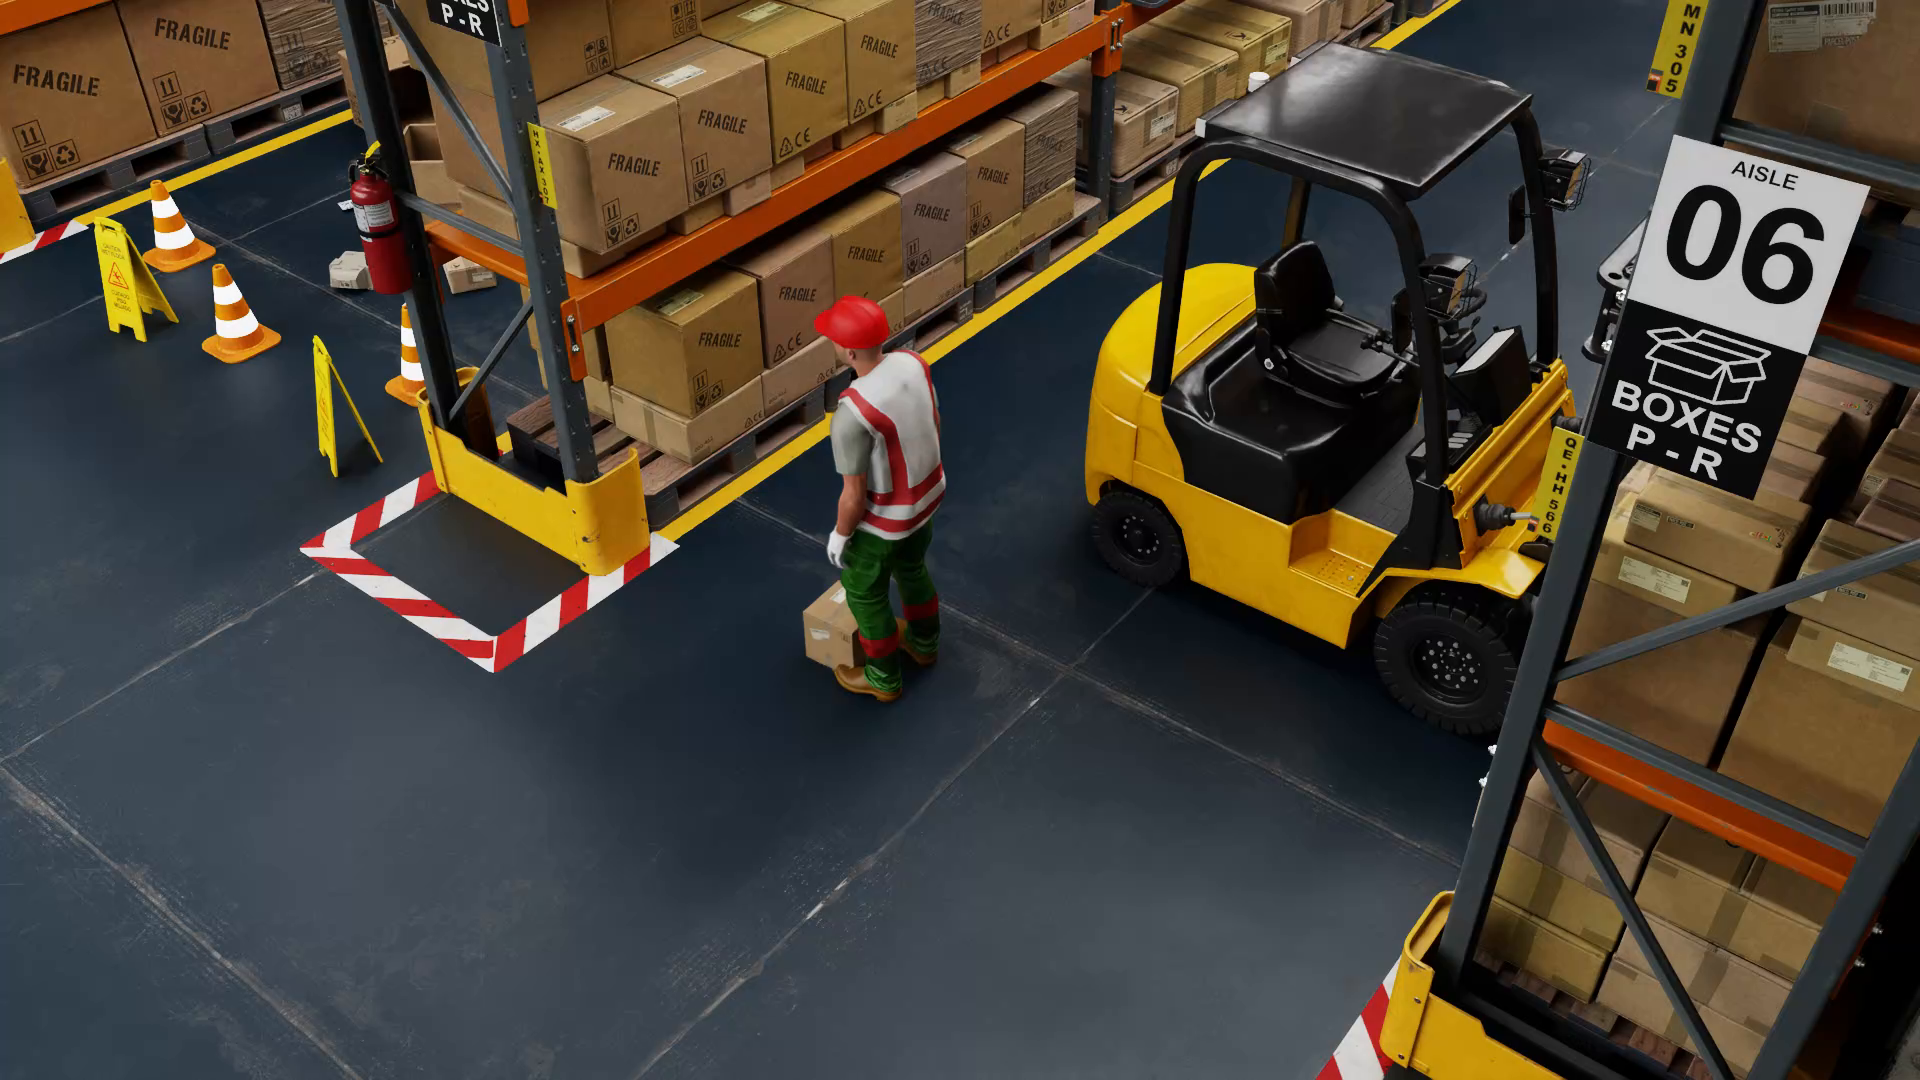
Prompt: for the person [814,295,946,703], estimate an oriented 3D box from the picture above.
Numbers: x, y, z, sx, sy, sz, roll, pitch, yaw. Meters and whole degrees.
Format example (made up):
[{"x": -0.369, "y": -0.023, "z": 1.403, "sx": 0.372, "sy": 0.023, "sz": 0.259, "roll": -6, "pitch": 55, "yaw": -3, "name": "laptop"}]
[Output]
[{"x": -0.297, "y": -0.137, "z": 6.314, "sx": 0.451, "sy": 1.778, "sz": 0.612, "roll": 23, "pitch": 44, "yaw": 26, "name": "person"}]
